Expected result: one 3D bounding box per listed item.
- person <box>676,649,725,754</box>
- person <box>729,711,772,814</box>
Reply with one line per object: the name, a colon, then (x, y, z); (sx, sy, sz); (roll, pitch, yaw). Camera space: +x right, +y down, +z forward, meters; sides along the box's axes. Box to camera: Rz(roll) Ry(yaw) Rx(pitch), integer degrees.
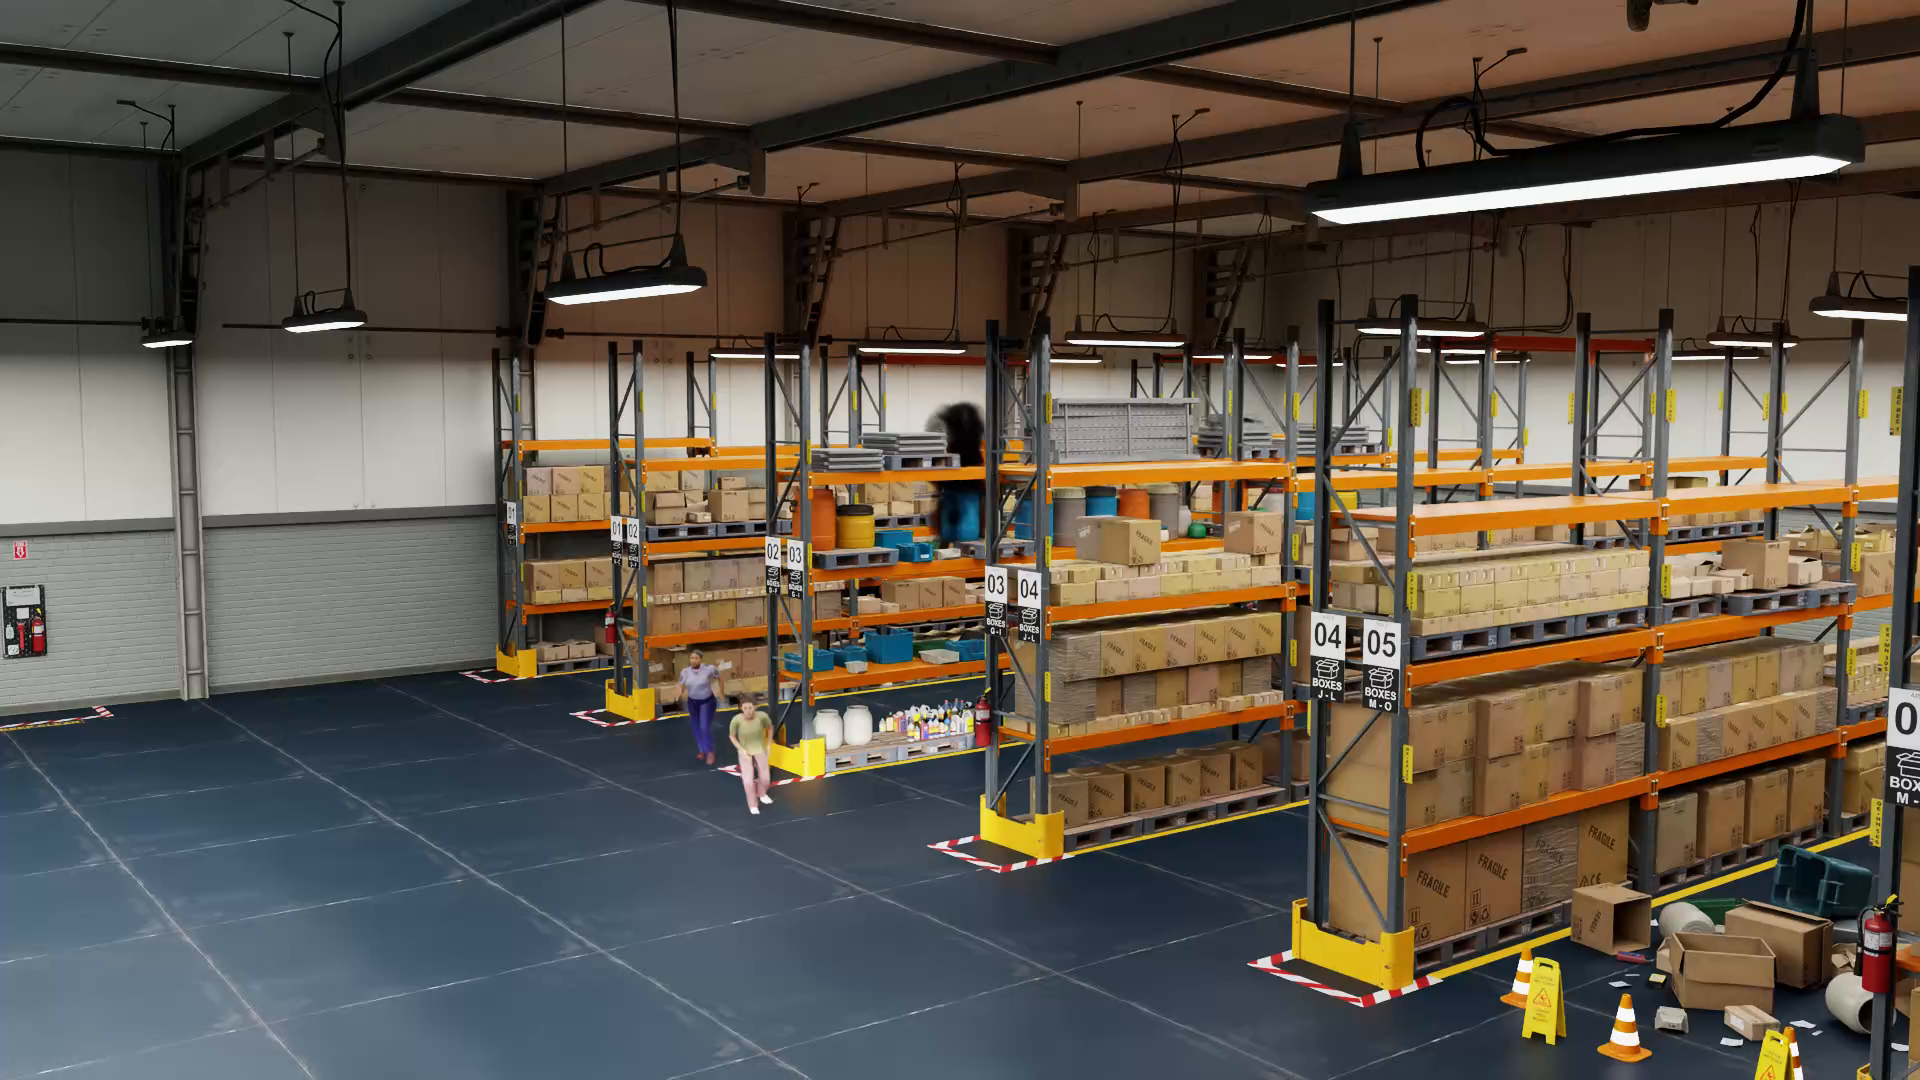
person: (-3.637, 2.267, 23.106); (0.553, 1.515, 0.870); (1, 5, 13)
person: (-2.581, 2.710, 20.509); (0.544, 1.318, 0.690); (-1, 5, -12)
